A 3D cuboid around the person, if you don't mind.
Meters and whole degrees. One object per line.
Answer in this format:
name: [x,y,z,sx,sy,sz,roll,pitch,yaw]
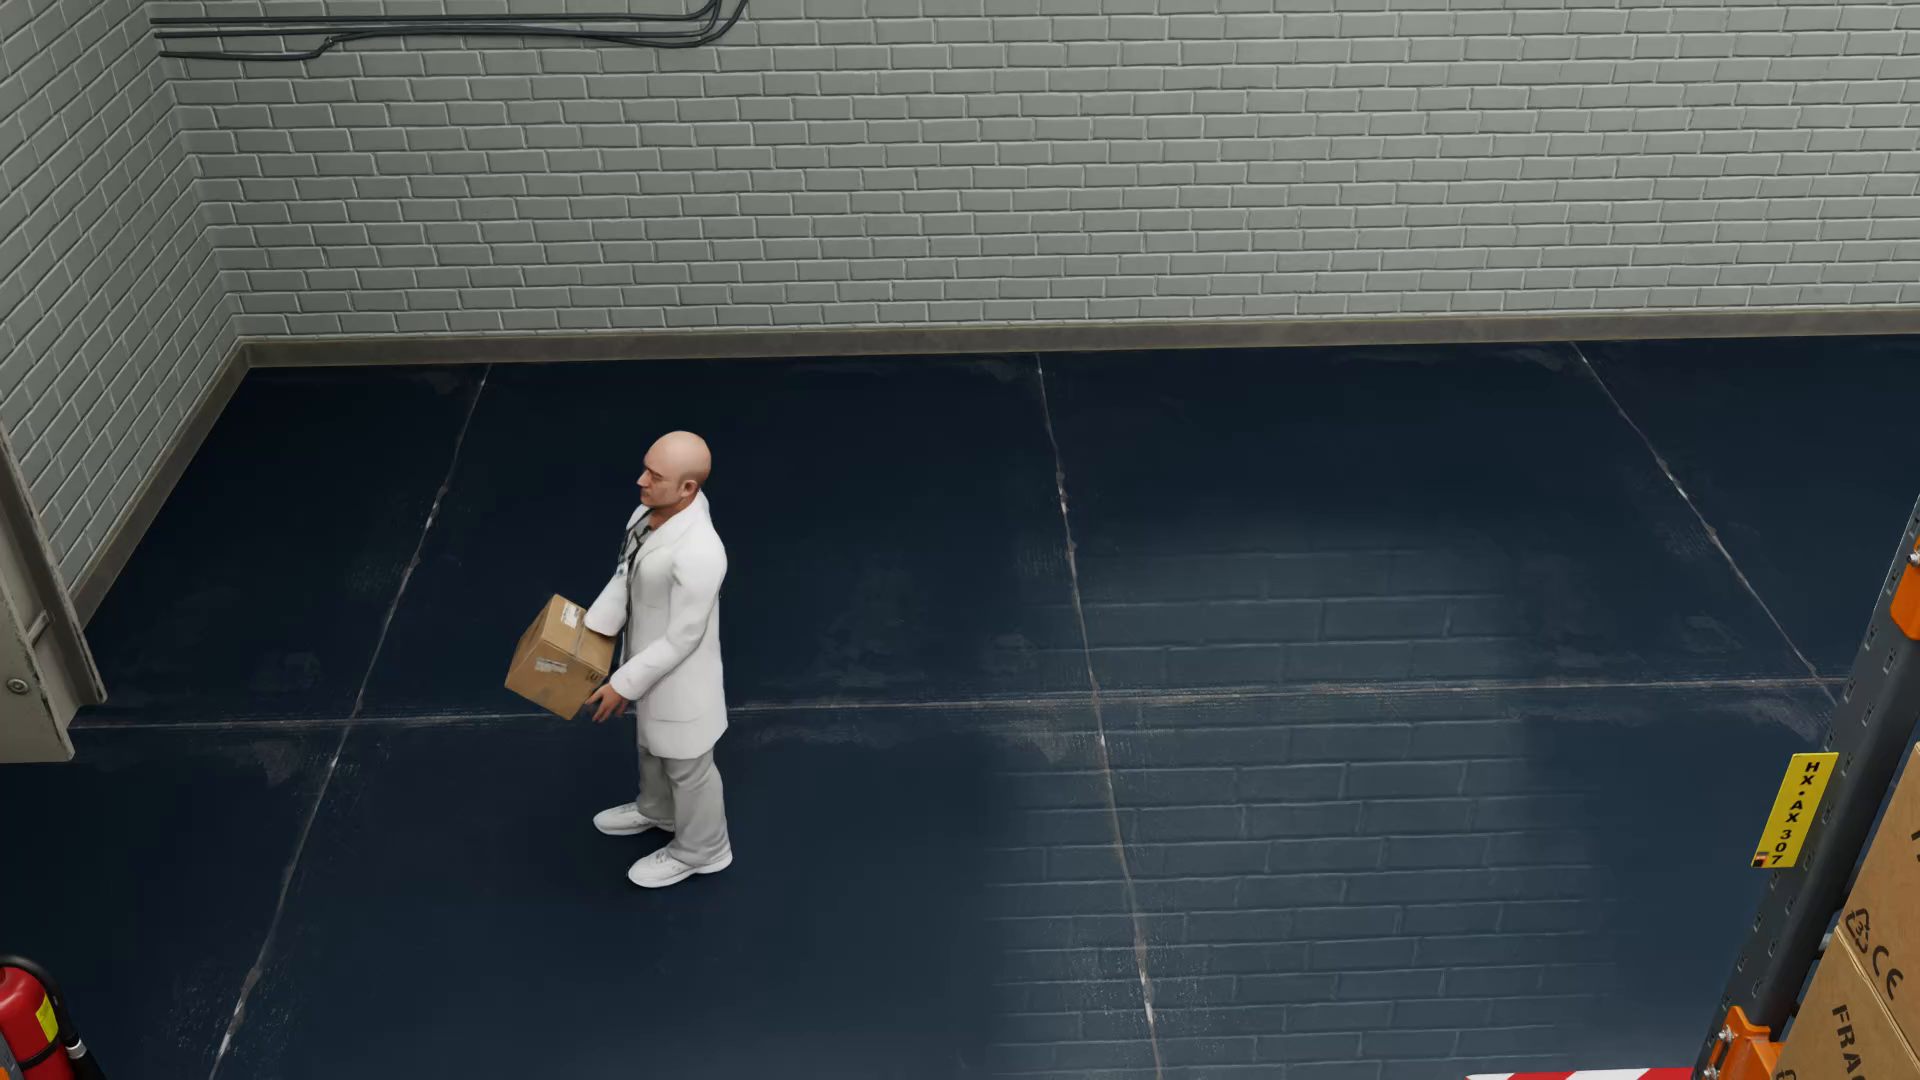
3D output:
person: [-1.019,0.425,5.537,0.510,1.780,0.600,-13,37,-18]
